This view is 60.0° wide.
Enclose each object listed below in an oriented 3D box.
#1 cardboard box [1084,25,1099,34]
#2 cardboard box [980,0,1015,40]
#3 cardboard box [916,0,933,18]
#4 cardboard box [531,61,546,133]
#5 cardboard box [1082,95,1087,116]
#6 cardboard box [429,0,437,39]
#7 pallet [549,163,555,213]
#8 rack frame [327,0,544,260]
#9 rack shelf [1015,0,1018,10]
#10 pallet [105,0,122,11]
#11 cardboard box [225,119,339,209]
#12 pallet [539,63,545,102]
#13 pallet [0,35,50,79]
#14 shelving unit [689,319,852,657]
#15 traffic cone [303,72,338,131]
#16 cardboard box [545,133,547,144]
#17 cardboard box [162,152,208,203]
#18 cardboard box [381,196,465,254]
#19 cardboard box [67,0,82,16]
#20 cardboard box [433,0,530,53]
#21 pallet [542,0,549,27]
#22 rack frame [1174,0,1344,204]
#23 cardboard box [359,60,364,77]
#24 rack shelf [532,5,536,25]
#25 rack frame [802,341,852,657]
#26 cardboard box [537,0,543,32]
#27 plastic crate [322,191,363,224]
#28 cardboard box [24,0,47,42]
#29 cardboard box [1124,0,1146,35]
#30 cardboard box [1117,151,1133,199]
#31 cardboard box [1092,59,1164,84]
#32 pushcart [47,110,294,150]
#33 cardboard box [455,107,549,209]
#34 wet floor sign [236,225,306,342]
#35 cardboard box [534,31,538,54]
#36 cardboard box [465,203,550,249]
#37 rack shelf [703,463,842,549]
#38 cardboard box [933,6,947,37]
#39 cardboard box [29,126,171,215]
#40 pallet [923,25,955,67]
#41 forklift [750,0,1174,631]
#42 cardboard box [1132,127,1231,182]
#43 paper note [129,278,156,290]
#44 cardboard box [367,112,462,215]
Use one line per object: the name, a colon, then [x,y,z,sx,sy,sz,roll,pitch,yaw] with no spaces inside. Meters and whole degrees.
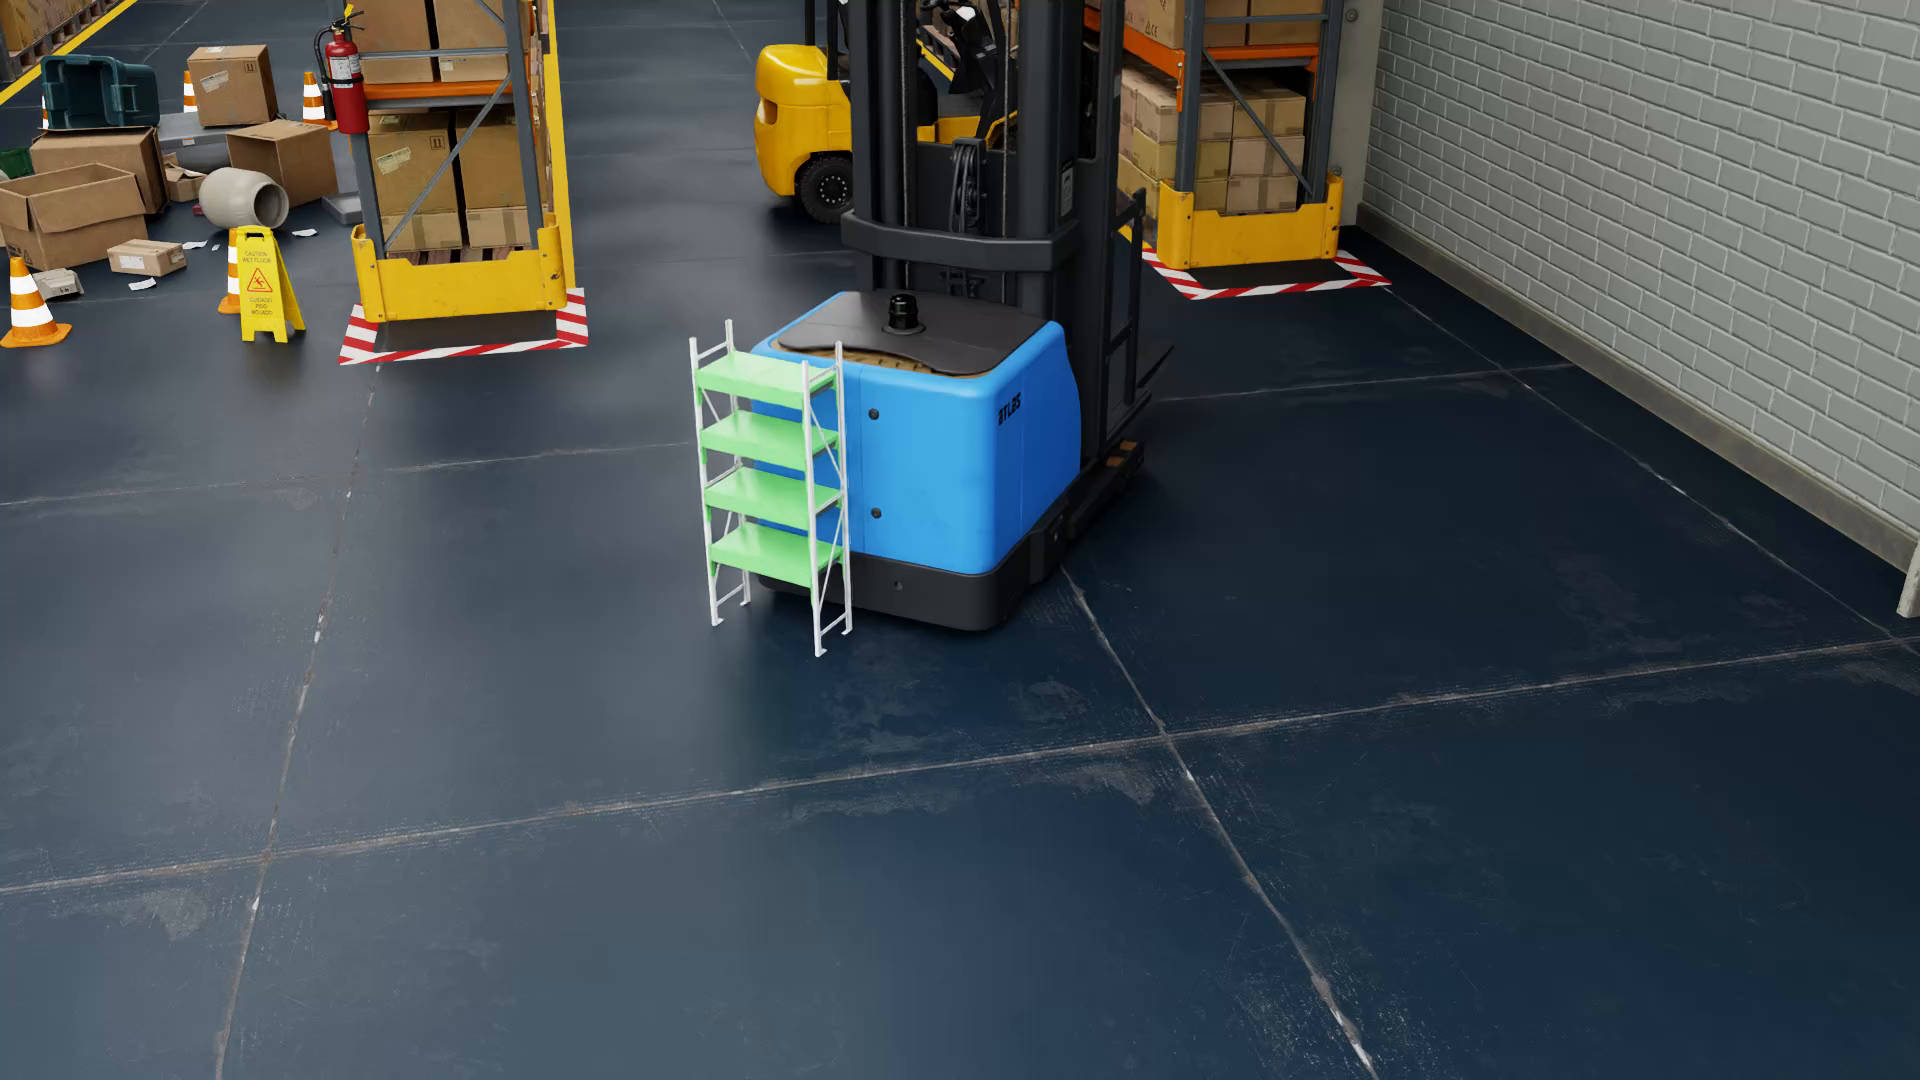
cardboard box: [0.888,-3.912,13.148,0.500,0.250,0.500,-6,27,-12]
cardboard box: [0.684,-4.672,15.347,0.875,0.625,0.625,-6,27,-12]
cardboard box: [-0.226,-5.967,18.051,0.500,0.500,0.500,-5,27,-10]
cardboard box: [-3.228,-3.085,11.787,0.500,0.500,0.500,-5,27,-9]
cardboard box: [1.118,-3.250,12.392,0.500,0.250,0.500,-6,27,-12]
cardboard box: [-3.453,-3.322,10.061,0.500,0.500,0.500,-6,27,-11]
pallet: [-3.391,-2.397,11.765,1.003,0.211,1.213,-6,27,-12]
rack frame: [-2.954,-2.714,9.298,1.000,3.000,0.127,-6,27,-12]
rack shelf: [0.529,-5.532,15.680,1.077,0.370,4.000,-6,27,-12]
pallet: [-10.644,-6.481,19.857,1.003,0.211,1.213,-6,27,-12]
cardboard box: [-4.940,-2.746,12.134,0.500,0.500,0.500,13,30,24]
pallet: [-4.311,-4.103,15.145,1.003,0.211,1.213,-6,27,-12]
pallet: [-9.731,-4.777,16.480,1.003,0.211,1.213,-6,27,-12]
shelving unit: [-0.703,-0.189,6.291,0.503,1.200,0.258,14,30,26]
traffic cone: [-5.499,-3.740,14.145,0.336,0.463,0.334,-6,27,-12]
cardboard box: [-3.220,-2.741,11.937,0.500,0.250,0.500,-6,27,-11]
cardboard box: [-5.763,-2.674,12.253,0.396,0.266,0.258,19,32,32]
cardboard box: [-3.404,-2.012,10.493,0.500,0.250,0.500,-6,27,-12]
cardboard box: [-9.931,-5.982,18.080,0.500,0.500,0.500,-7,28,-13]
cardboard box: [-2.790,-3.127,9.676,0.500,0.500,0.500,-6,27,-12]
pallet: [-5.133,-5.869,18.644,1.003,0.211,1.213,-6,27,-12]
rack frame: [1.881,-3.220,10.300,1.000,3.000,0.127,-6,27,-12]
cardboard box: [-3.412,-2.844,9.835,0.380,0.149,0.250,-6,27,-12]
rack shelf: [-4.306,-5.027,14.678,1.077,0.370,4.000,-6,27,-12]
rack frame: [-0.490,-0.135,6.185,0.015,1.200,0.240,14,30,26]
cardboard box: [-4.832,-5.776,17.258,0.875,0.875,0.875,-6,27,-12]
plastic crate: [-4.300,-2.394,11.904,0.402,0.080,0.583,-16,31,-29]
cardboard box: [-9.584,-5.307,16.744,0.500,0.500,0.500,-6,27,-11]
cardboard box: [1.407,-3.682,11.105,0.500,0.500,0.500,-5,27,-10]
cardboard box: [1.365,-2.573,11.604,0.500,0.250,0.500,-6,27,-12]
cardboard box: [1.229,-3.240,11.817,0.500,0.250,0.500,-6,27,-11]
pushcart: [-6.065,-3.046,12.866,1.648,0.377,0.936,-16,31,-29]
cardboard box: [-2.872,-2.401,10.432,0.500,0.500,0.500,-7,28,-13]
wet floor sign: [-3.954,-1.471,9.448,0.267,0.644,0.232,3,27,6]
cardboard box: [-4.300,-4.335,14.959,0.950,0.372,0.625,-5,27,-10]
cardboard box: [-2.866,-2.056,10.580,0.500,0.250,0.500,-6,27,-12]
rack shelf: [-0.703,-0.132,6.320,0.480,0.148,0.258,14,30,26]
cardboard box: [0.206,-5.584,17.153,0.875,0.625,0.625,-5,27,-10]
cardboard box: [-6.035,-2.584,11.660,0.797,0.637,0.503,-6,27,-12]
pallet: [0.226,-5.121,17.162,1.003,0.211,1.213,-6,27,-12]
forklift: [0.226,-1.598,7.164,1.130,2.935,3.031,11,29,21]
cardboard box: [1.467,-2.585,11.072,0.500,0.250,0.500,-6,27,-12]
paper note: [-5.106,-1.601,10.389,0.148,0.019,0.142,-16,31,-29]
cardboard box: [-3.389,-2.334,10.298,0.500,0.500,0.500,-6,27,-11]
